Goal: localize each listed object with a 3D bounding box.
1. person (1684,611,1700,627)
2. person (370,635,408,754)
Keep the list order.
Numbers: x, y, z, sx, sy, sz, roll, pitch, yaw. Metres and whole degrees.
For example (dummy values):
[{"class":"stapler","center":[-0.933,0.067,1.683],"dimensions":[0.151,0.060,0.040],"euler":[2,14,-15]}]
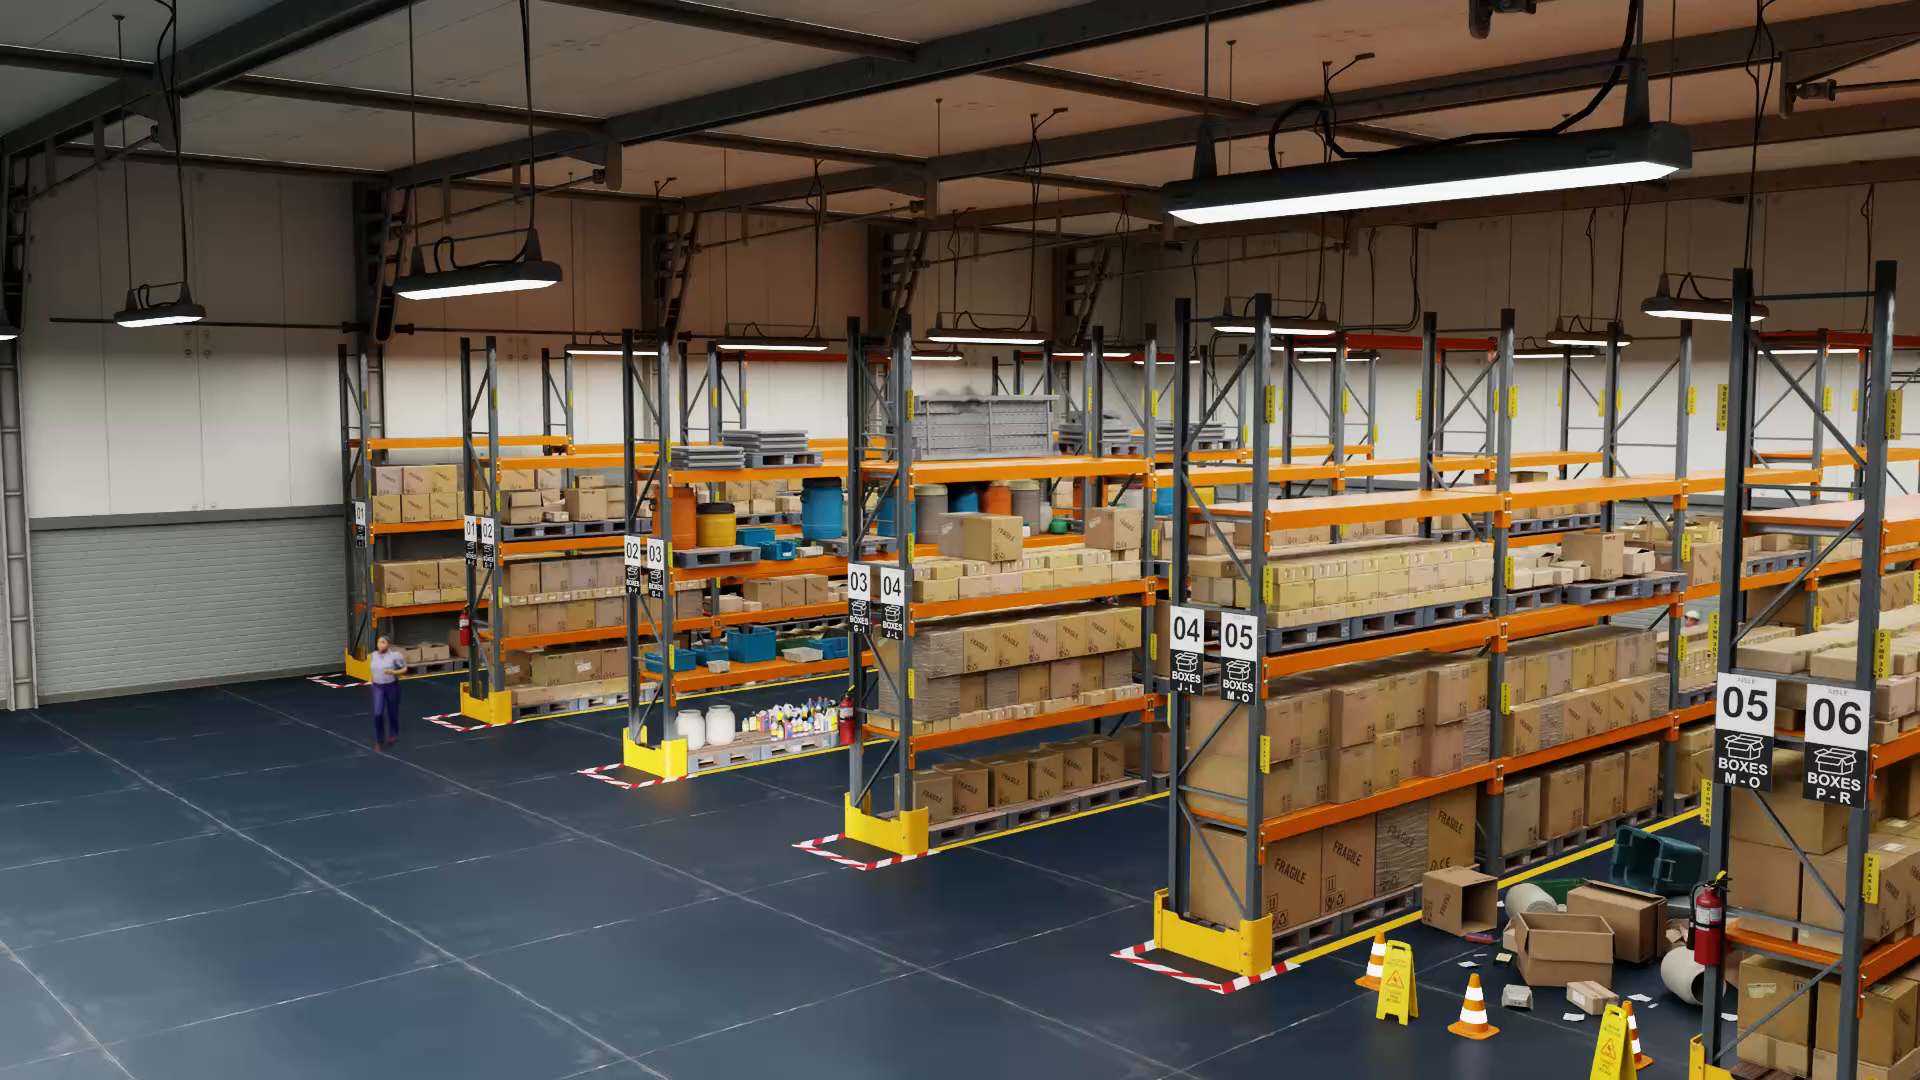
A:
[{"class":"person","center":[11.183,1.963,25.491],"dimensions":[1.004,1.771,0.665],"euler":[-4,6,-36]},{"class":"person","center":[-8.257,2.224,24.037],"dimensions":[0.576,1.693,0.762],"euler":[-1,5,-7]}]
